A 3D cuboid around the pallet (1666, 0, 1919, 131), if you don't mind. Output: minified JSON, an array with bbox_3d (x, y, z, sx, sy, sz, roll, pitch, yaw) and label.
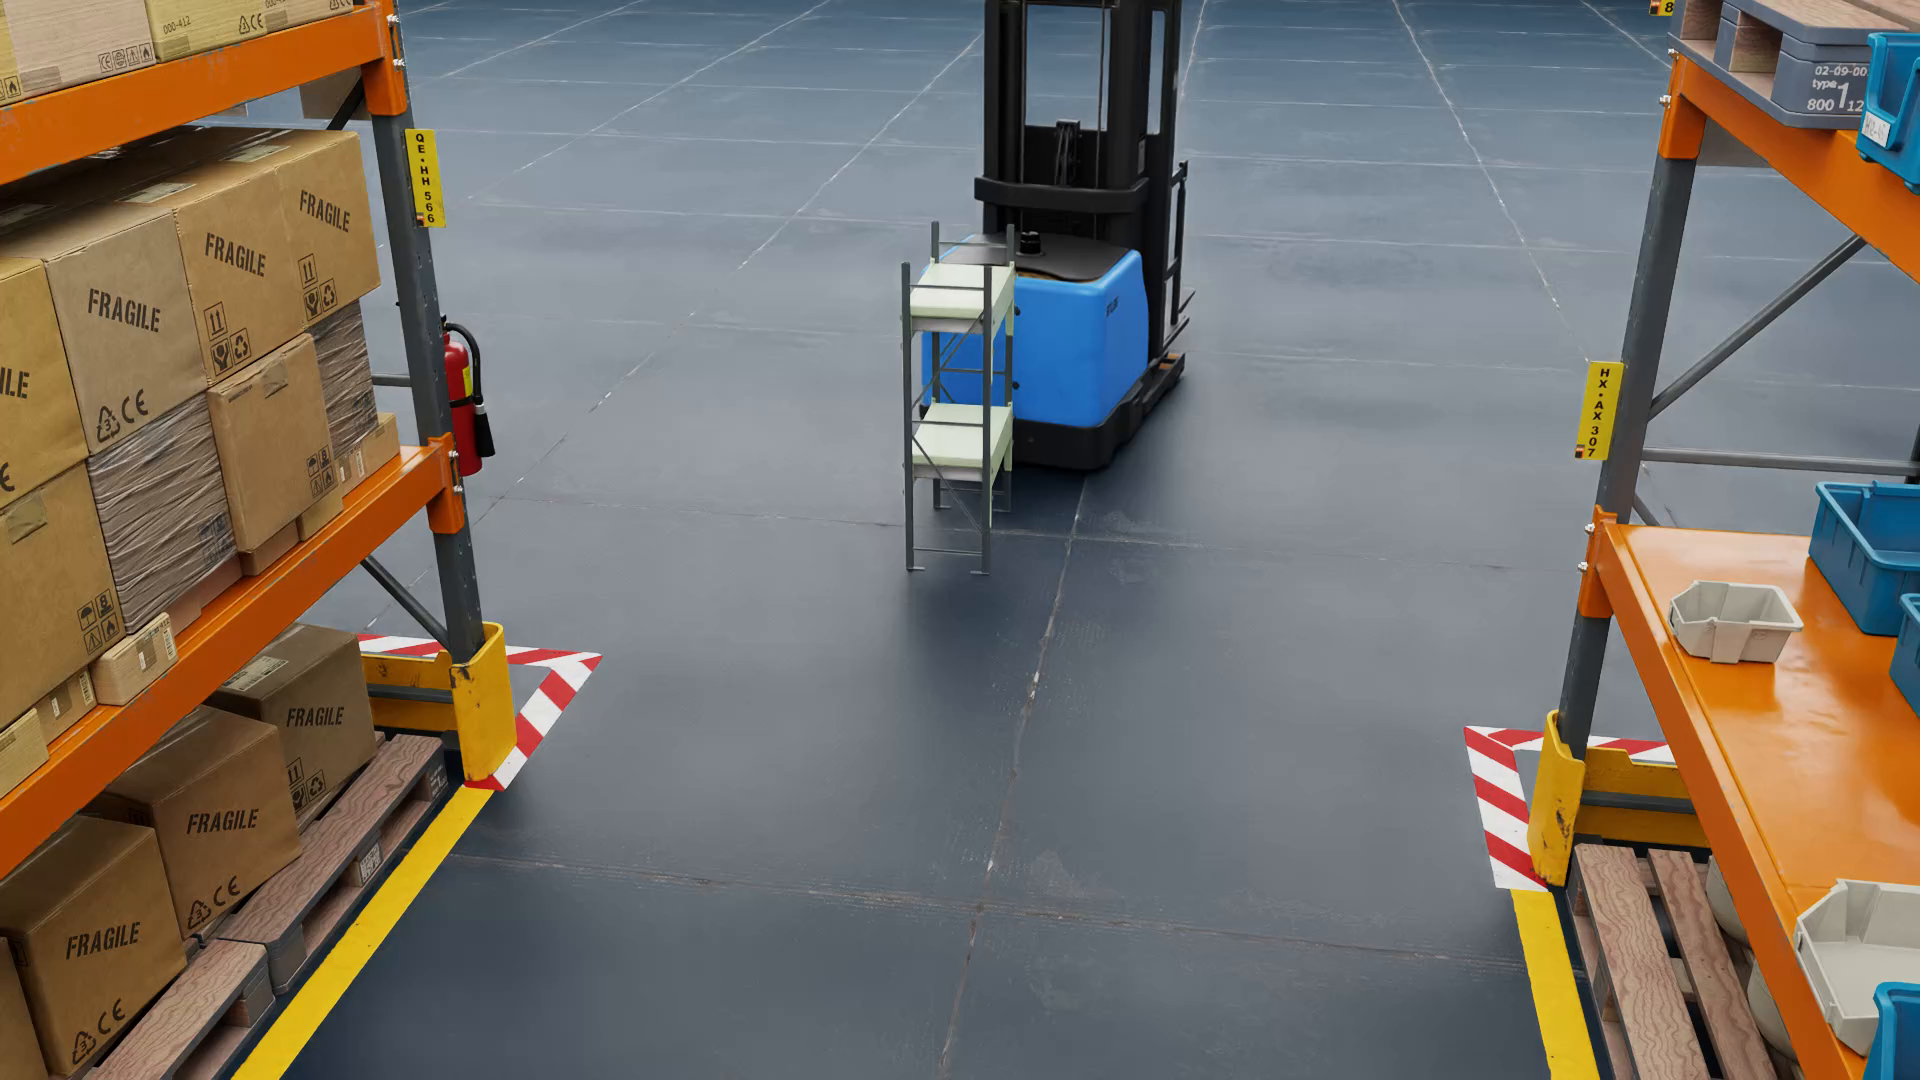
[{"bbox_3d":[2.329,-1.175,3.906,1.003,0.211,1.213,4,25,9],"label":"pallet"}]

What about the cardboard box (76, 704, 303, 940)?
[{"bbox_3d":[-2.509,0.870,5.306,0.500,0.500,0.500,11,27,22],"label":"cardboard box"}]

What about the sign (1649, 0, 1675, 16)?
[{"bbox_3d":[2.018,-1.644,4.675,0.100,0.325,0.005,4,25,9],"label":"sign"}]

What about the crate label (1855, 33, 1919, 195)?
[{"bbox_3d":[1.928,-0.772,2.999,0.502,0.251,0.408,4,25,9],"label":"crate label"}]

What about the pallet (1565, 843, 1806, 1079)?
[{"bbox_3d":[2.456,1.396,5.018,1.003,0.211,1.213,4,25,9],"label":"pallet"}]

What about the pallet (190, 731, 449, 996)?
[{"bbox_3d":[-2.506,1.048,5.763,1.003,0.211,1.213,4,25,9],"label":"pallet"}]

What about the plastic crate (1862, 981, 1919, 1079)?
[{"bbox_3d":[1.820,1.017,2.714,0.499,0.251,0.616,4,25,9],"label":"plastic crate"}]

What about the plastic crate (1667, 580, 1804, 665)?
[{"bbox_3d":[2.097,0.230,4.531,0.298,0.136,0.250,4,25,9],"label":"plastic crate"}]

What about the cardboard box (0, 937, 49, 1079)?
[{"bbox_3d":[-2.765,1.361,4.258,0.500,0.500,0.500,2,25,4],"label":"cardboard box"}]

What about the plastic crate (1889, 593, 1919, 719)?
[{"bbox_3d":[2.662,0.327,4.188,0.499,0.251,0.408,4,25,9],"label":"plastic crate"}]

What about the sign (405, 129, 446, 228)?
[{"bbox_3d":[-1.782,-1.205,5.548,0.100,0.325,0.005,4,25,9],"label":"sign"}]

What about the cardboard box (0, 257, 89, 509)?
[{"bbox_3d":[-2.422,-0.343,3.796,0.500,0.500,0.500,4,25,9],"label":"cardboard box"}]

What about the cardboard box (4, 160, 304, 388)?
[{"bbox_3d":[-2.248,-0.761,4.688,0.500,0.500,0.500,4,25,9],"label":"cardboard box"}]

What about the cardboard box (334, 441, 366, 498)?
[{"bbox_3d":[-2.210,-0.233,5.505,0.380,0.149,0.250,4,25,9],"label":"cardboard box"}]

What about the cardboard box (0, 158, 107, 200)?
[{"bbox_3d":[-2.773,-0.797,4.767,0.500,0.500,0.500,4,25,9],"label":"cardboard box"}]

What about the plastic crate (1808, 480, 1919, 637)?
[{"bbox_3d":[2.774,0.056,4.767,0.499,0.251,0.616,4,25,9],"label":"plastic crate"}]

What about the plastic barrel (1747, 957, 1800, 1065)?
[{"bbox_3d":[2.446,1.186,4.618,0.421,0.512,0.421,0,25,0],"label":"plastic barrel"}]

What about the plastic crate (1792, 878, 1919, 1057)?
[{"bbox_3d":[1.922,0.855,3.197,0.530,0.136,0.437,4,25,9],"label":"plastic crate"}]

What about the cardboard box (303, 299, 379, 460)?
[{"bbox_3d":[-2.443,-0.536,5.389,0.875,0.500,0.500,4,25,9],"label":"cardboard box"}]

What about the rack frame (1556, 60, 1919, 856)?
[{"bbox_3d":[2.560,-0.241,5.227,1.000,3.000,0.127,4,25,9],"label":"rack frame"}]

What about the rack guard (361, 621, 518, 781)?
[{"bbox_3d":[-2.338,0.580,6.422,1.175,0.500,0.348,4,25,9],"label":"rack guard"}]

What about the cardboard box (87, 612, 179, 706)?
[{"bbox_3d":[-2.310,0.298,4.372,0.380,0.149,0.250,4,25,9],"label":"cardboard box"}]

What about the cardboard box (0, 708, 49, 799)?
[{"bbox_3d":[-2.416,0.505,3.929,0.380,0.149,0.250,4,25,9],"label":"cardboard box"}]

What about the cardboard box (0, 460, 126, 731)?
[{"bbox_3d":[-2.624,0.096,4.039,0.875,0.500,0.500,4,25,9],"label":"cardboard box"}]

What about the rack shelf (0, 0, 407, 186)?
[{"bbox_3d":[-2.653,-0.781,3.690,1.077,0.370,4.000,4,25,9],"label":"rack shelf"}]

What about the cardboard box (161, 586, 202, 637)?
[{"bbox_3d":[-2.357,0.187,4.609,0.380,0.149,0.250,4,25,9],"label":"cardboard box"}]

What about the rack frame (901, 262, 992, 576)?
[{"bbox_3d":[-0.059,-0.529,7.611,0.400,1.500,0.023,4,25,9],"label":"rack frame"}]

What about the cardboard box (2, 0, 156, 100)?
[{"bbox_3d":[-2.325,-1.233,3.984,0.500,0.250,0.500,5,25,10],"label":"cardboard box"}]

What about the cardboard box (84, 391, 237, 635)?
[{"bbox_3d":[-2.531,-0.113,4.484,0.875,0.500,0.500,4,25,9],"label":"cardboard box"}]

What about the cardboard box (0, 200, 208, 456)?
[{"bbox_3d":[-2.332,-0.552,4.242,0.500,0.500,0.500,4,25,9],"label":"cardboard box"}]

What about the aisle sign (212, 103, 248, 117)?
[{"bbox_3d":[-2.612,-1.808,5.509,0.394,0.787,0.004,4,25,9],"label":"aisle sign"}]

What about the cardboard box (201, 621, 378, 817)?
[{"bbox_3d":[-2.445,0.618,5.846,0.500,0.500,0.500,9,27,18],"label":"cardboard box"}]

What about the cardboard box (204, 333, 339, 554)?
[{"bbox_3d":[-2.406,-0.319,4.924,0.875,0.500,0.500,4,25,9],"label":"cardboard box"}]

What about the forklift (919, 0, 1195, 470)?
[{"bbox_3d":[0.766,-2.302,9.710,1.130,2.935,3.031,9,27,18],"label":"forklift"}]

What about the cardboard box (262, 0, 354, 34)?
[{"bbox_3d":[-2.154,-1.656,4.888,0.500,0.250,0.500,5,25,10],"label":"cardboard box"}]

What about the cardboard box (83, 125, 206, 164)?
[{"bbox_3d":[-2.685,-1.006,5.213,0.500,0.500,0.500,4,25,9],"label":"cardboard box"}]

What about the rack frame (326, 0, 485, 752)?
[{"bbox_3d":[-2.326,-0.584,5.960,1.000,3.000,0.127,4,25,9],"label":"rack frame"}]

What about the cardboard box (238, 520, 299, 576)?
[{"bbox_3d":[-2.257,-0.021,5.053,0.380,0.149,0.250,4,25,9],"label":"cardboard box"}]

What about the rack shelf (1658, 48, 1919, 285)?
[{"bbox_3d":[2.233,-0.437,2.957,1.077,0.370,4.000,4,25,9],"label":"rack shelf"}]

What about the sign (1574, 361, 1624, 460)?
[{"bbox_3d":[2.018,-0.406,5.254,0.100,0.325,0.005,4,25,9],"label":"sign"}]

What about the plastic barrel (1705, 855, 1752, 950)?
[{"bbox_3d":[2.528,0.976,5.066,0.421,0.512,0.421,0,25,0],"label":"plastic barrel"}]

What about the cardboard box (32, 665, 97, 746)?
[{"bbox_3d":[-2.420,0.397,4.159,0.380,0.149,0.250,4,25,9],"label":"cardboard box"}]

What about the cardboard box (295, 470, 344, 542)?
[{"bbox_3d":[-2.201,-0.124,5.274,0.380,0.149,0.250,4,25,9],"label":"cardboard box"}]

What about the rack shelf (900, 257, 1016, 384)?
[{"bbox_3d":[0.001,-1.036,7.773,0.431,0.370,0.720,4,25,9],"label":"rack shelf"}]

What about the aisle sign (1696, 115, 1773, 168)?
[{"bbox_3d":[2.283,-1.469,4.784,0.394,0.787,0.004,4,25,9],"label":"aisle sign"}]

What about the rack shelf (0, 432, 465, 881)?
[{"bbox_3d":[-2.653,0.578,4.326,1.077,0.370,4.000,4,25,9],"label":"rack shelf"}]

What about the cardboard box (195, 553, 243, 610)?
[{"bbox_3d":[-2.338,0.081,4.836,0.380,0.149,0.250,4,25,9],"label":"cardboard box"}]

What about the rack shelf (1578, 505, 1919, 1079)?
[{"bbox_3d":[2.233,0.921,3.592,1.077,0.370,4.000,4,25,9],"label":"rack shelf"}]

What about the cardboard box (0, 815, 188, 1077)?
[{"bbox_3d":[-2.630,1.130,4.750,0.500,0.500,0.500,6,26,13],"label":"cardboard box"}]

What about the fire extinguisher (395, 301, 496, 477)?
[{"bbox_3d":[-1.853,-0.565,6.011,0.296,0.674,0.183,4,25,9],"label":"fire extinguisher"}]

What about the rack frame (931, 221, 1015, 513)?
[{"bbox_3d":[0.061,-0.835,8.265,0.400,1.500,0.023,4,25,9],"label":"rack frame"}]

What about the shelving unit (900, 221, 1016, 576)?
[{"bbox_3d":[0.001,-0.682,7.938,0.431,1.500,0.755,4,25,9],"label":"shelving unit"}]

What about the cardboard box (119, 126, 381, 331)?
[{"bbox_3d":[-2.172,-0.970,5.136,0.500,0.500,0.500,4,25,9],"label":"cardboard box"}]

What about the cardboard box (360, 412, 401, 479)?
[{"bbox_3d":[-2.169,-0.337,5.728,0.380,0.149,0.250,4,25,9],"label":"cardboard box"}]

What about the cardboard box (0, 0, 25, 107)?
[{"bbox_3d":[-2.402,-1.022,3.534,0.500,0.250,0.500,4,25,8],"label":"cardboard box"}]

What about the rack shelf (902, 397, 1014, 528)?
[{"bbox_3d":[0.001,-0.387,8.076,0.431,0.370,0.720,4,25,9],"label":"rack shelf"}]

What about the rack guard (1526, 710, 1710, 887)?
[{"bbox_3d":[2.594,0.926,5.682,1.175,0.500,0.348,4,25,9],"label":"rack guard"}]

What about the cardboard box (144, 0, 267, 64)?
[{"bbox_3d":[-2.233,-1.447,4.441,0.500,0.250,0.500,4,25,9],"label":"cardboard box"}]

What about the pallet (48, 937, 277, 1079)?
[{"bbox_3d":[-2.708,1.556,4.676,1.003,0.211,1.213,4,25,9],"label":"pallet"}]

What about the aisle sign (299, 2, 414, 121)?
[{"bbox_3d":[-2.020,-1.767,5.420,0.394,0.787,0.004,4,25,9],"label":"aisle sign"}]
